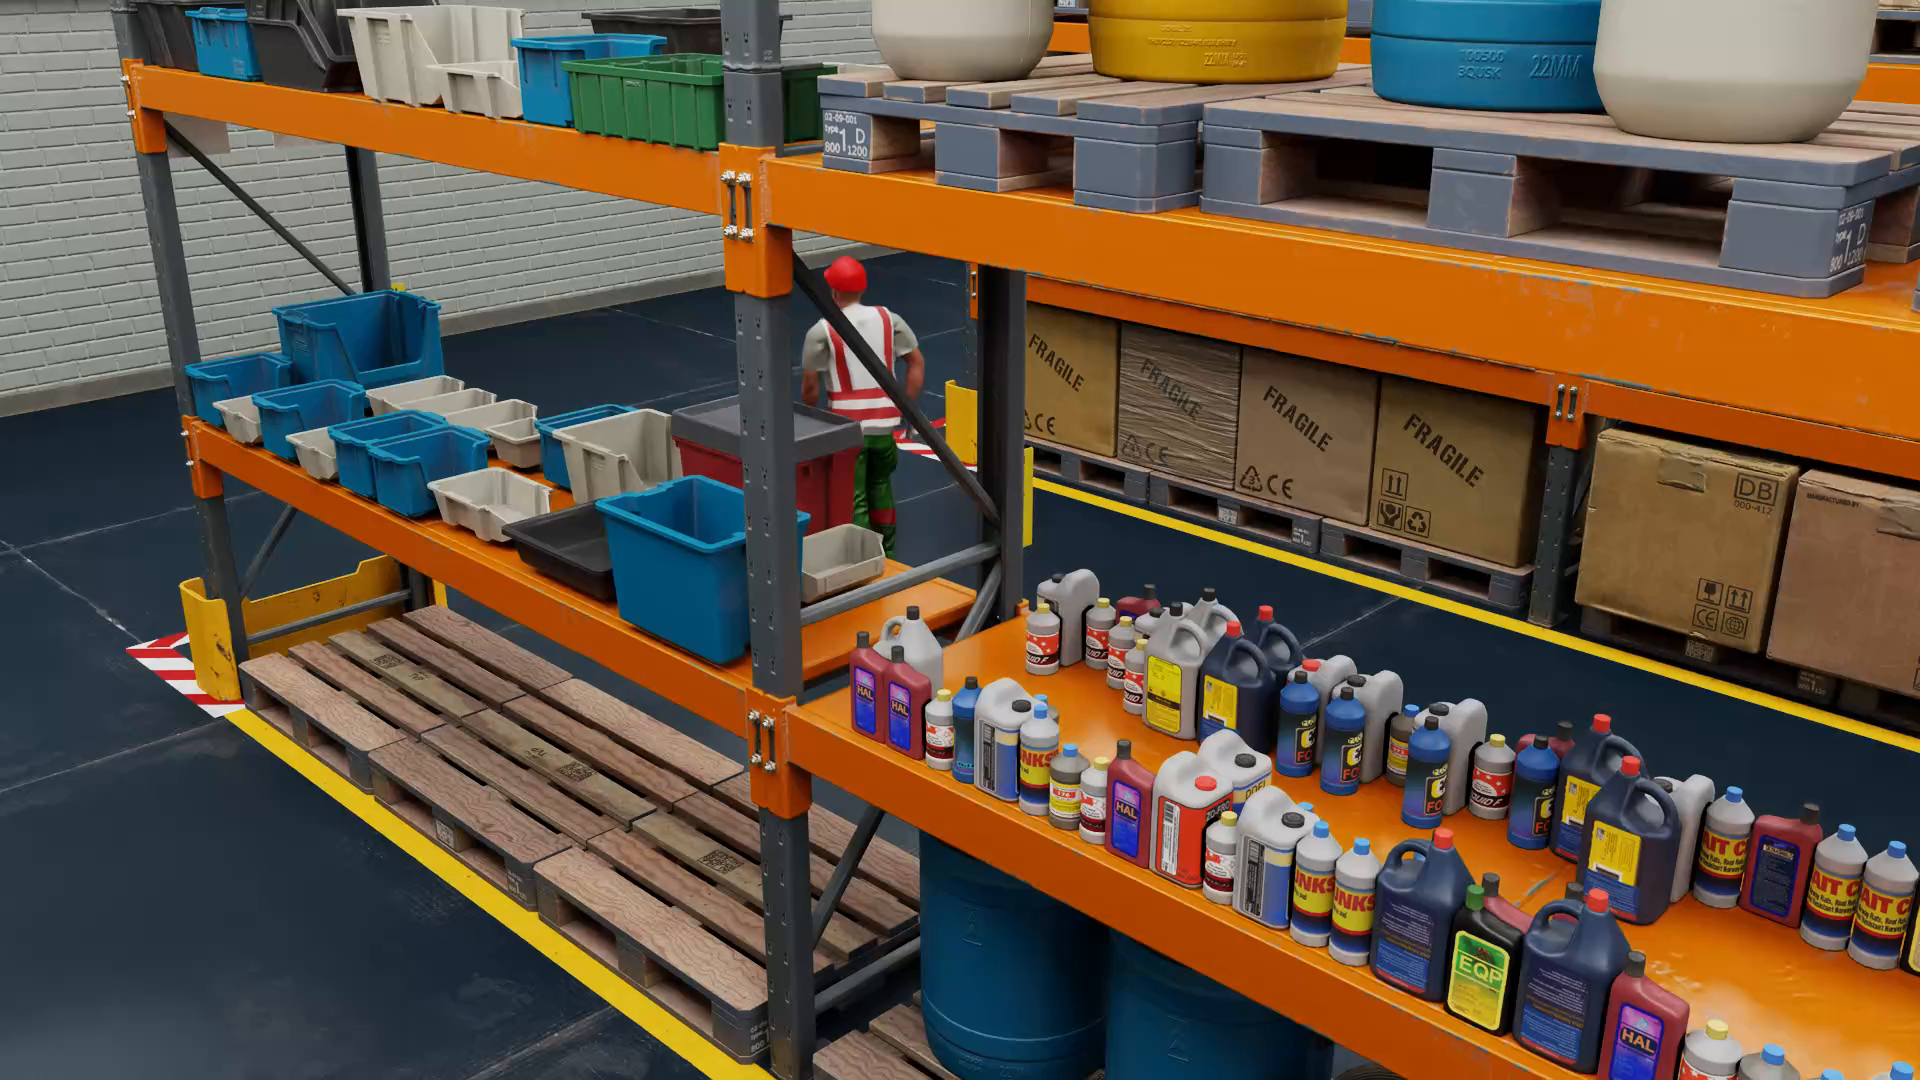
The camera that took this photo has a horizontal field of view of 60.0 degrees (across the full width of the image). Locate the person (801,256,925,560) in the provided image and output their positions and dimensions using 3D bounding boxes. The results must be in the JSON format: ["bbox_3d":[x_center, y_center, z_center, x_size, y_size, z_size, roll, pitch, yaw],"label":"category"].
[{"bbox_3d":[-0.516,-0.597,8.693,0.620,1.748,0.663,-12,24,-30],"label":"person"}]
